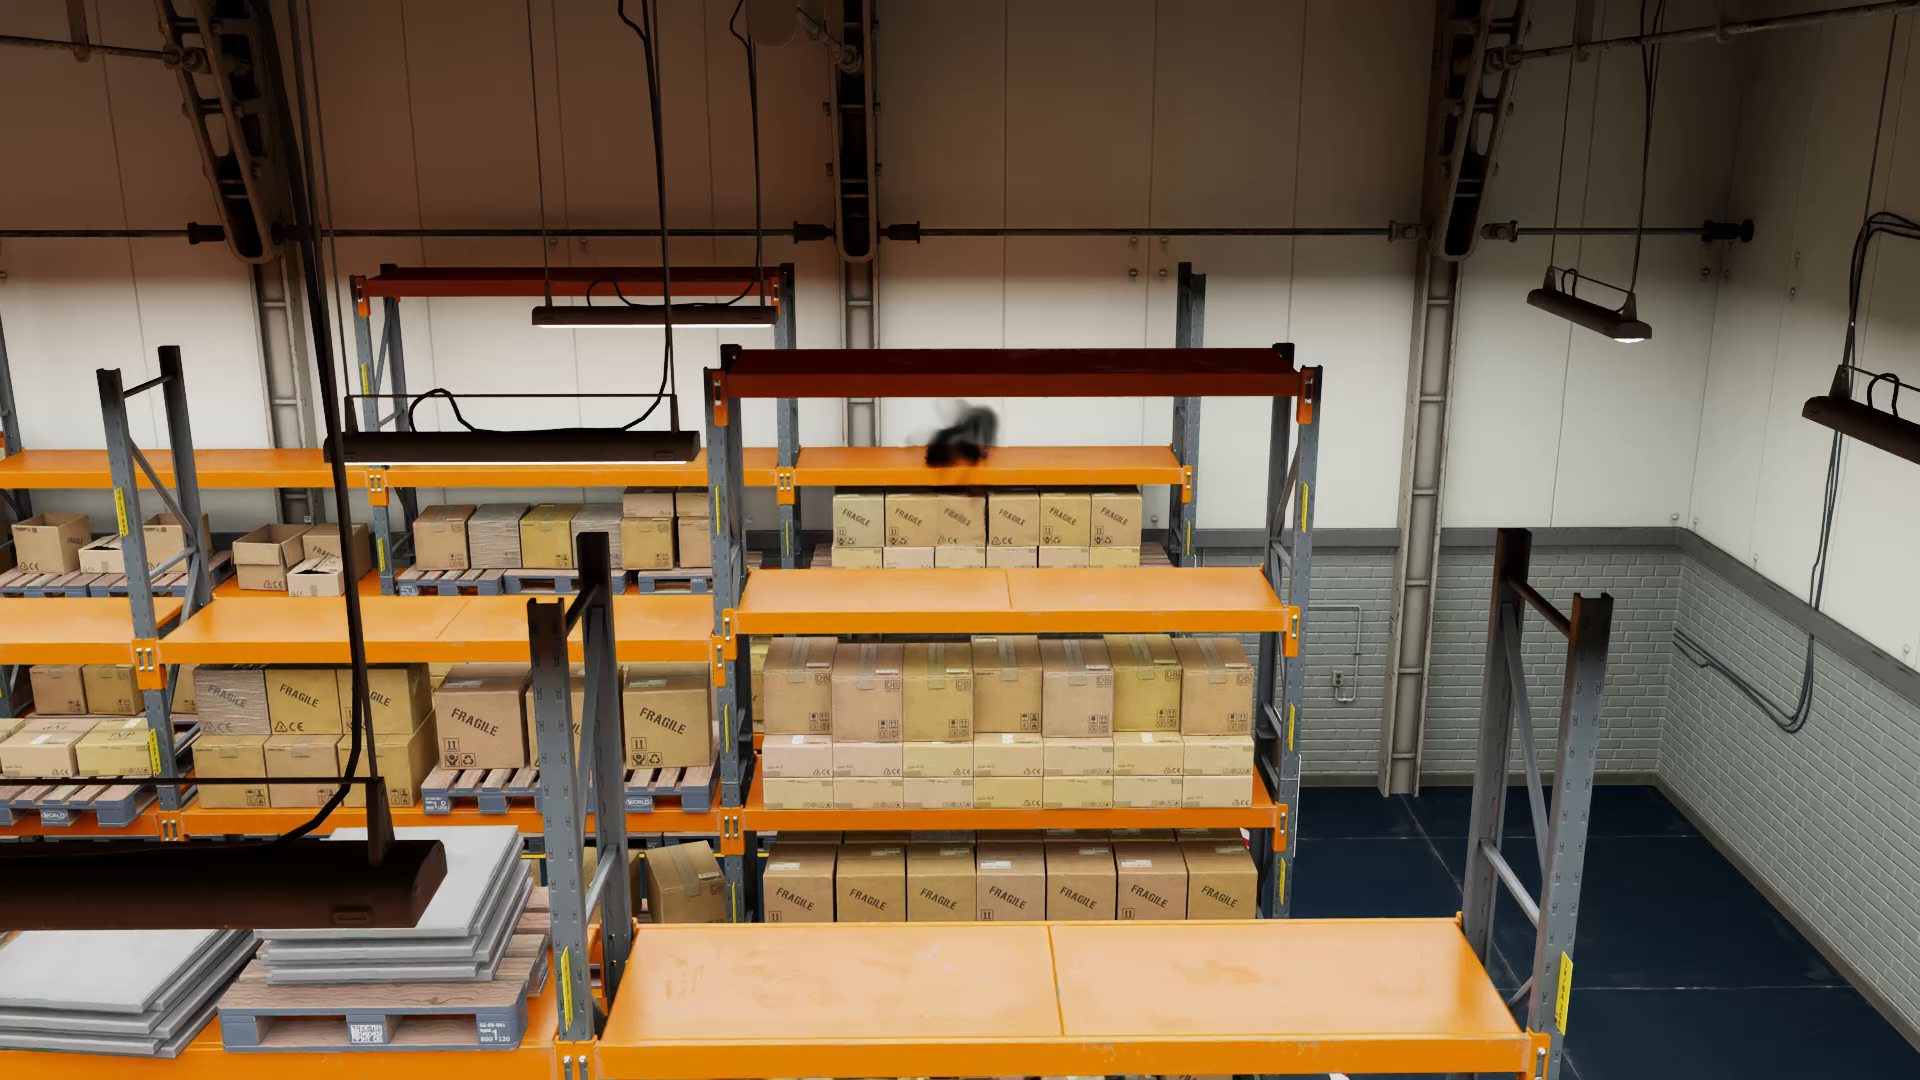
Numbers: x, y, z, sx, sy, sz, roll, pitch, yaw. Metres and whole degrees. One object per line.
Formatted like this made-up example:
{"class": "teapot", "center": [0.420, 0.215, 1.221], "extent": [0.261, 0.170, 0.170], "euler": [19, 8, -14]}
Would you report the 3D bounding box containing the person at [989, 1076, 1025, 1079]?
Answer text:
{"class": "person", "center": [0.301, 4.214, 11.057], "extent": [0.821, 1.692, 0.670], "euler": [-3, 16, -9]}
